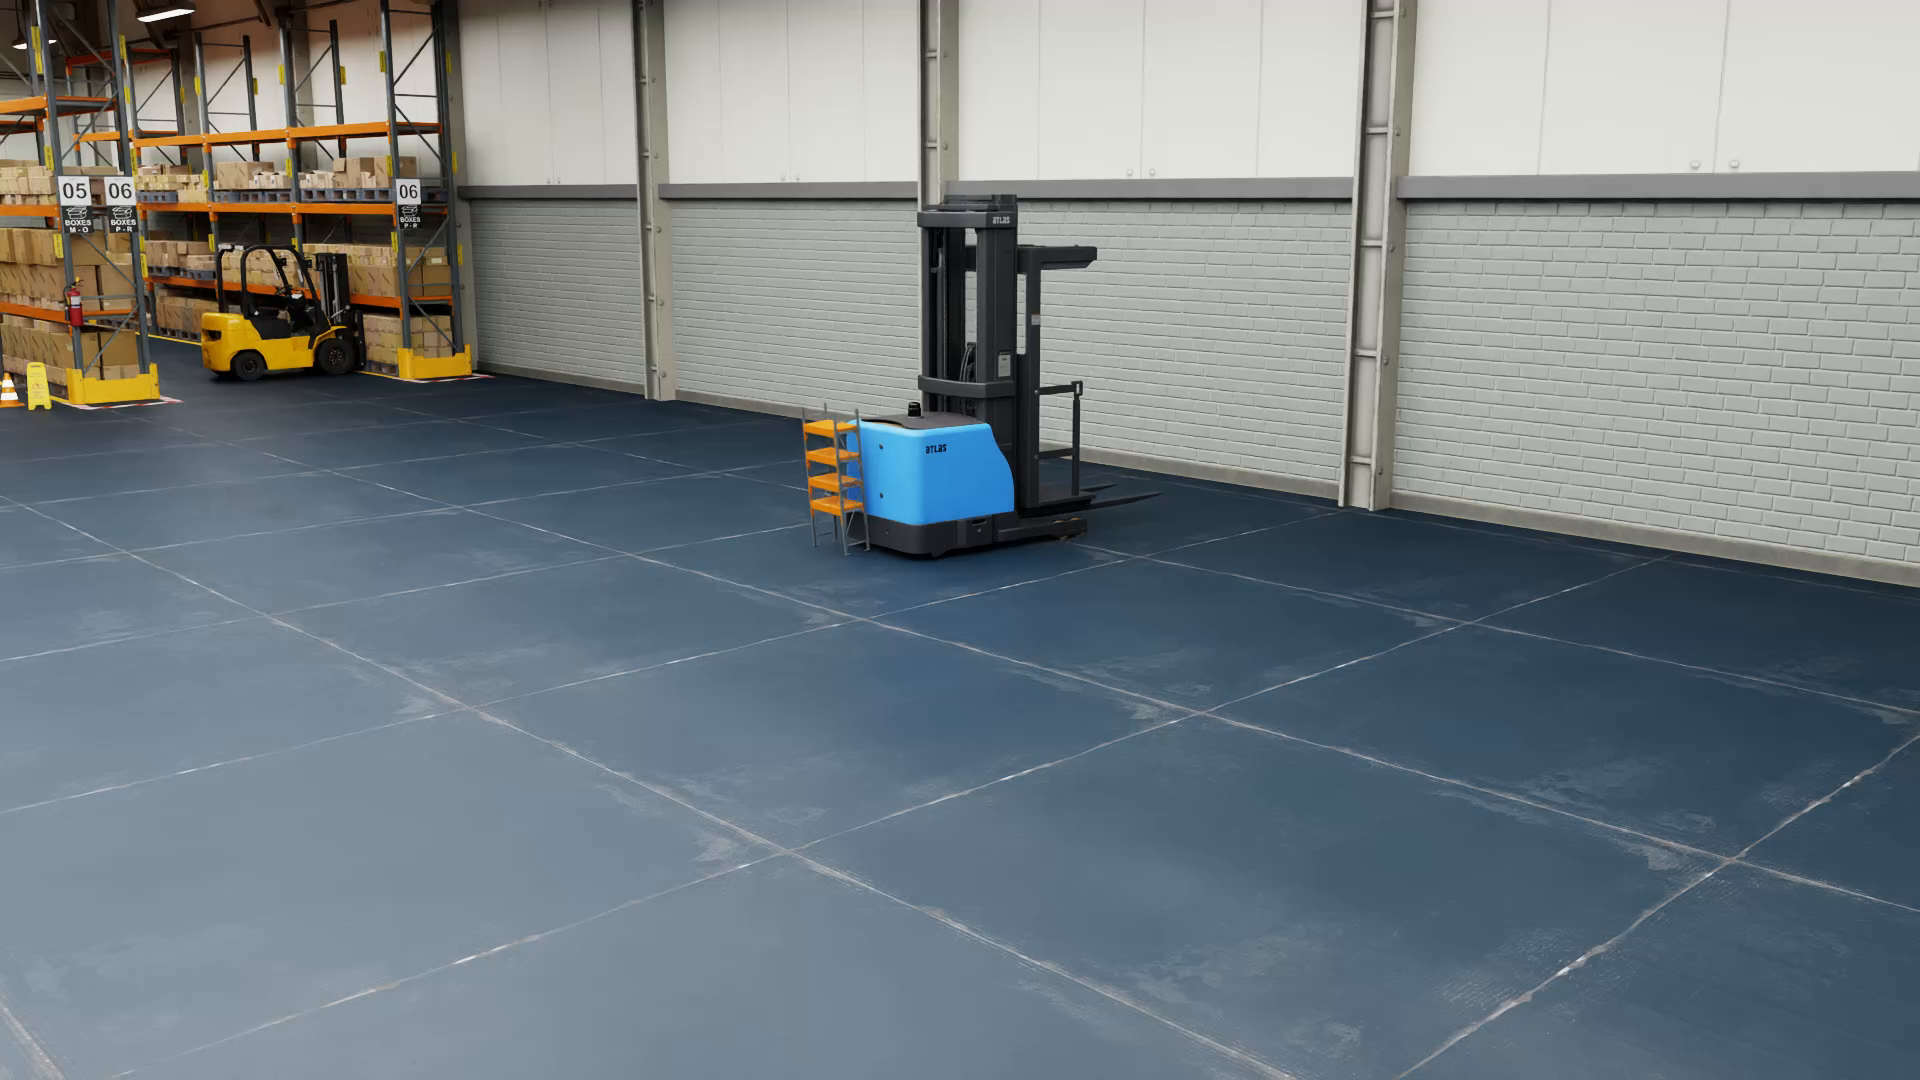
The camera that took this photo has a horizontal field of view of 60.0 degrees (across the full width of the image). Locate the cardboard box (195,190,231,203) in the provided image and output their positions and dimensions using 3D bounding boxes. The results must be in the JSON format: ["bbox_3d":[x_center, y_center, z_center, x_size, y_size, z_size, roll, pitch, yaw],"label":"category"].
[{"bbox_3d":[-14.769,-6.796,32.903,0.500,0.250,0.500,11,16,43],"label":"cardboard box"}]

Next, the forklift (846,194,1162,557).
[{"bbox_3d":[0.491,-1.515,14.501,3.031,2.935,1.130,-9,15,-38],"label":"forklift"}]

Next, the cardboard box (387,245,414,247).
[{"bbox_3d":[-9.611,-4.988,28.595,0.250,0.149,0.380,11,16,44],"label":"cardboard box"}]

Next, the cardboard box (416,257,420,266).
[{"bbox_3d":[-8.978,-4.671,27.797,0.380,0.149,0.250,-11,16,-43],"label":"cardboard box"}]

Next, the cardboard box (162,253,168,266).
[{"bbox_3d":[-16.320,-5.827,34.553,0.396,0.266,0.258,-10,15,-40],"label":"cardboard box"}]

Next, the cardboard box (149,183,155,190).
[{"bbox_3d":[-16.571,-7.330,34.458,0.380,0.149,0.250,-11,16,-42],"label":"cardboard box"}]

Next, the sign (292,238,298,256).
[{"bbox_3d":[-11.863,-5.227,29.675,0.100,0.325,0.005,-11,16,-43],"label":"sign"}]

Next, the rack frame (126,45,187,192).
[{"bbox_3d":[-17.002,-8.882,35.220,1.000,3.000,0.127,-11,16,-43],"label":"rack frame"}]

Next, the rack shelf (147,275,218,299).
[{"bbox_3d":[-15.620,-5.299,34.481,1.077,0.370,4.000,-11,16,-43],"label":"rack shelf"}]

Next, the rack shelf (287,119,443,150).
[{"bbox_3d":[-10.096,-6.874,28.249,1.077,0.370,4.000,-11,16,-43],"label":"rack shelf"}]

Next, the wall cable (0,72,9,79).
[{"bbox_3d":[-24.897,-10.069,40.893,2.988,3.039,0.133,-11,16,-43],"label":"wall cable"}]

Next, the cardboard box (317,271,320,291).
[{"bbox_3d":[-10.988,-4.650,29.299,0.500,0.500,0.500,-11,16,-42],"label":"cardboard box"}]

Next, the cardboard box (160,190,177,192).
[{"bbox_3d":[-17.145,-7.598,36.059,0.500,0.250,0.500,-11,16,-44],"label":"cardboard box"}]

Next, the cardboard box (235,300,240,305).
[{"bbox_3d":[-14.538,-4.821,33.923,0.380,0.149,0.250,-10,15,-41],"label":"cardboard box"}]

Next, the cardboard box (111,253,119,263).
[{"bbox_3d":[-18.576,-6.277,37.078,0.500,0.250,0.500,11,16,44],"label":"cardboard box"}]

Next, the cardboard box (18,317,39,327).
[{"bbox_3d":[-14.265,-3.363,25.611,0.380,0.149,0.250,-10,15,-39],"label":"cardboard box"}]

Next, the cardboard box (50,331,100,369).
[{"bbox_3d":[-13.044,-2.807,24.515,0.500,0.500,0.500,-11,16,-42],"label":"cardboard box"}]

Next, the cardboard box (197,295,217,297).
[{"bbox_3d":[-15.983,-5.123,35.391,0.250,0.149,0.380,11,16,42],"label":"cardboard box"}]

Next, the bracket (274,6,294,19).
[{"bbox_3d":[-12.657,-9.886,31.175,0.235,0.232,0.430,-11,16,-43],"label":"bracket"}]

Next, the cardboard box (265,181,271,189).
[{"bbox_3d":[-12.456,-6.495,30.402,0.380,0.149,0.250,-11,16,-43],"label":"cardboard box"}]

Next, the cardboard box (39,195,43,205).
[{"bbox_3d":[-13.105,-4.934,24.116,0.380,0.149,0.250,-10,15,-41],"label":"cardboard box"}]

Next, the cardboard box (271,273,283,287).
[{"bbox_3d":[-12.365,-4.812,30.706,0.500,0.250,0.500,-11,16,-43],"label":"cardboard box"}]

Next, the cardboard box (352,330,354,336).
[{"bbox_3d":[-10.330,-3.544,28.714,0.500,0.250,0.500,-11,16,-43],"label":"cardboard box"}]

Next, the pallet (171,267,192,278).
[{"bbox_3d":[-15.586,-5.549,34.385,1.003,0.211,1.213,-11,16,-43],"label":"pallet"}]

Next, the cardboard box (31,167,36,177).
[{"bbox_3d":[-13.391,-5.403,24.416,0.380,0.149,0.250,-11,16,-43],"label":"cardboard box"}]

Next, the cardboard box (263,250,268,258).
[{"bbox_3d":[-12.777,-5.344,31.060,0.380,0.149,0.250,-11,16,-42],"label":"cardboard box"}]

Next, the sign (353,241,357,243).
[{"bbox_3d":[-11.077,-5.316,30.439,0.100,0.325,0.005,-11,16,-43],"label":"sign"}]

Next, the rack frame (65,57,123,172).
[{"bbox_3d":[-19.764,-9.465,38.053,1.000,3.000,0.127,-11,16,-43],"label":"rack frame"}]

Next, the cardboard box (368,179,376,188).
[{"bbox_3d":[-9.506,-5.871,27.376,0.250,0.149,0.380,11,16,44],"label":"cardboard box"}]

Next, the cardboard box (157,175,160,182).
[{"bbox_3d":[-16.316,-7.450,34.302,0.380,0.149,0.250,-11,16,-42],"label":"cardboard box"}]

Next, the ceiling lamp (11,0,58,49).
[{"bbox_3d":[-18.012,-11.312,32.550,0.800,3.185,2.000,-11,16,-43],"label":"ceiling lamp"}]

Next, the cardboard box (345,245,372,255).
[{"bbox_3d":[-10.339,-4.989,28.603,0.380,0.149,0.250,-11,16,-42],"label":"cardboard box"}]

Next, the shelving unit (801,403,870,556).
[{"bbox_3d":[-1.038,-0.513,13.878,0.258,1.200,0.503,-14,18,-34],"label":"shelving unit"}]

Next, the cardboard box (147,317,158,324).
[{"bbox_3d":[-17.599,-4.793,36.266,0.250,0.149,0.380,11,16,43],"label":"cardboard box"}]

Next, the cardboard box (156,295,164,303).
[{"bbox_3d":[-16.946,-5.153,35.535,0.380,0.149,0.250,-10,15,-40],"label":"cardboard box"}]

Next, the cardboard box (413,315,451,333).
[{"bbox_3d":[-8.910,-3.637,27.927,0.500,0.250,0.500,-11,16,-43],"label":"cardboard box"}]

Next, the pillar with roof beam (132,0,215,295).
[{"bbox_3d":[-19.944,-8.509,33.411,9.100,9.000,0.548,-11,16,-43],"label":"pillar with roof beam"}]

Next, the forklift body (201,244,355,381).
[{"bbox_3d":[-11.344,-3.799,27.520,2.313,2.155,1.214,-11,16,-43],"label":"forklift body"}]

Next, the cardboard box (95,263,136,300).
[{"bbox_3d":[-12.428,-3.802,24.448,0.500,0.500,0.500,-11,16,-43],"label":"cardboard box"}]

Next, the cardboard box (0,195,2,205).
[{"bbox_3d":[-14.888,-5.304,25.909,0.380,0.149,0.250,-11,16,-42],"label":"cardboard box"}]

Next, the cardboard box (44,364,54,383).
[{"bbox_3d":[-13.407,-2.516,24.963,0.500,0.250,0.500,-11,16,-42],"label":"cardboard box"}]

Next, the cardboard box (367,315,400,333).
[{"bbox_3d":[-9.615,-3.638,27.932,0.500,0.250,0.500,-11,16,-42],"label":"cardboard box"}]

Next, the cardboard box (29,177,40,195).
[{"bbox_3d":[-13.187,-5.154,24.194,0.500,0.250,0.500,-11,16,-43],"label":"cardboard box"}]

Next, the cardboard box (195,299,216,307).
[{"bbox_3d":[-15.446,-4.857,34.097,0.380,0.149,0.250,-11,16,-43],"label":"cardboard box"}]

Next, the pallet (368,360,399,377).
[{"bbox_3d":[-9.273,-2.932,28.119,1.003,0.211,1.213,-11,16,-43],"label":"pallet"}]

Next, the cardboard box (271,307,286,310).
[{"bbox_3d":[-12.896,-4.117,31.803,0.625,0.625,0.875,11,16,43],"label":"cardboard box"}]

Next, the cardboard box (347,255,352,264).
[{"bbox_3d":[-10.394,-4.831,28.570,0.380,0.149,0.250,-11,16,-44],"label":"cardboard box"}]

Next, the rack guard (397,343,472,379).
[{"bbox_3d":[-8.698,-2.964,27.560,1.175,0.500,0.348,-11,16,-43],"label":"rack guard"}]

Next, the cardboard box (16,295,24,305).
[{"bbox_3d":[-14.202,-3.682,25.471,0.380,0.149,0.250,-11,16,-42],"label":"cardboard box"}]

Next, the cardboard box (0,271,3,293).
[{"bbox_3d":[-14.962,-4.175,26.258,0.500,0.500,0.500,-11,16,-43],"label":"cardboard box"}]

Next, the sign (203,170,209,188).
[{"bbox_3d":[-14.633,-7.007,32.271,0.100,0.325,0.005,-11,16,-43],"label":"sign"}]

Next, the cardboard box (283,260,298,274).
[{"bbox_3d":[-12.001,-4.983,30.298,0.500,0.250,0.500,-11,16,-44],"label":"cardboard box"}]
